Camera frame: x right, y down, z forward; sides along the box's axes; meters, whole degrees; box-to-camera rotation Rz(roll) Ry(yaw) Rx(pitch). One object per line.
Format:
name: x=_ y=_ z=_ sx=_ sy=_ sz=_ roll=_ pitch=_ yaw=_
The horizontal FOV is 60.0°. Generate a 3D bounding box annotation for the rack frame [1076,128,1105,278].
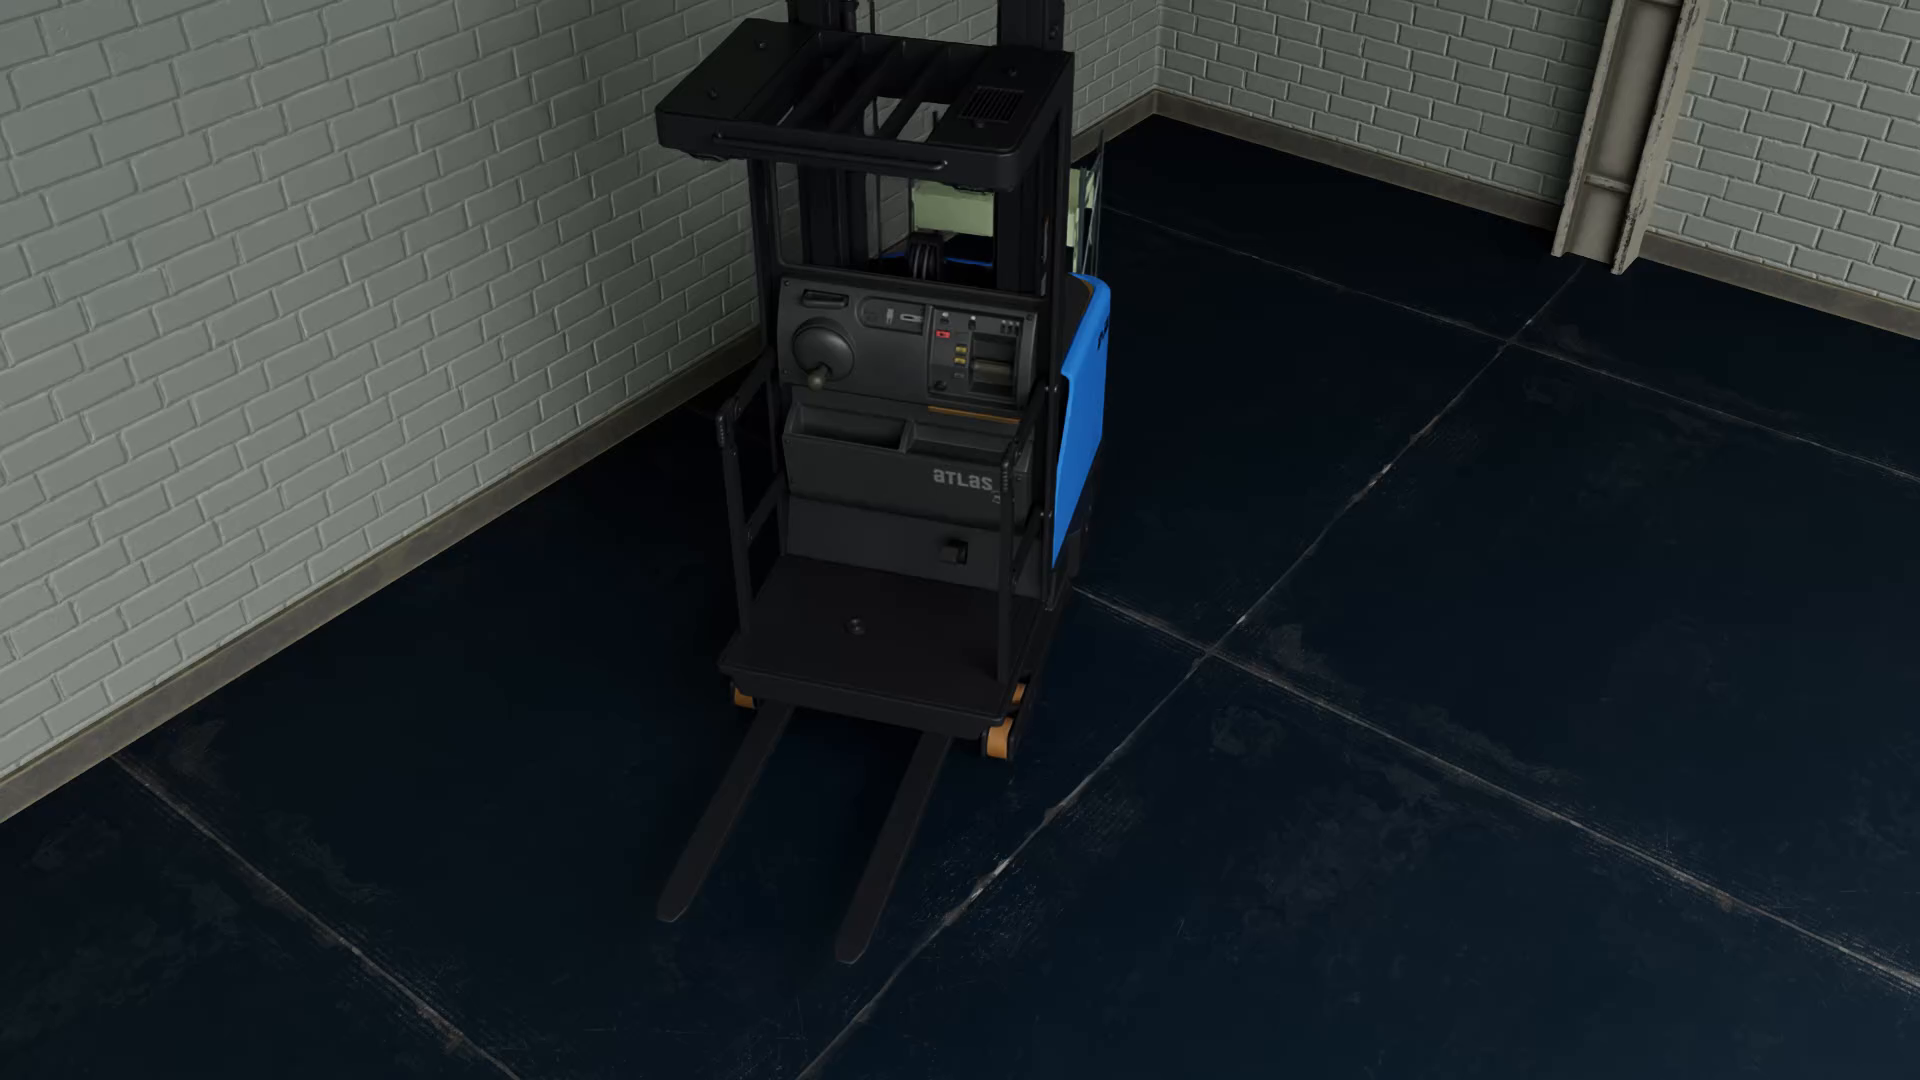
rack frame: x=0.551 y=-1.034 z=7.354 sx=0.023 sy=1.500 sz=0.400 roll=10 pitch=39 yaw=12

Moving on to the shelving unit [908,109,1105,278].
shelving unit: x=0.198 y=-1.094 z=7.431 sx=0.755 sy=1.500 sz=0.431 roll=10 pitch=39 yaw=12

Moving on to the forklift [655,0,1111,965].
forklift: x=-0.248 y=-0.608 z=5.648 sx=1.130 sy=2.935 sz=3.031 roll=10 pitch=39 yaw=12

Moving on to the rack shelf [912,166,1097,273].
rack shelf: x=0.198 y=-1.402 z=7.191 sx=0.720 sy=0.370 sz=0.431 roll=10 pitch=39 yaw=12

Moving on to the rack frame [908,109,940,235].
rack frame: x=-0.154 y=-1.155 z=7.509 sx=0.023 sy=1.500 sz=0.400 roll=10 pitch=39 yaw=12

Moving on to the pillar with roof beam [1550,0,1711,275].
pillar with roof beam: x=0.931 y=-3.033 z=3.825 sx=0.400 sy=9.000 sz=9.100 roll=25 pitch=45 yaw=29
